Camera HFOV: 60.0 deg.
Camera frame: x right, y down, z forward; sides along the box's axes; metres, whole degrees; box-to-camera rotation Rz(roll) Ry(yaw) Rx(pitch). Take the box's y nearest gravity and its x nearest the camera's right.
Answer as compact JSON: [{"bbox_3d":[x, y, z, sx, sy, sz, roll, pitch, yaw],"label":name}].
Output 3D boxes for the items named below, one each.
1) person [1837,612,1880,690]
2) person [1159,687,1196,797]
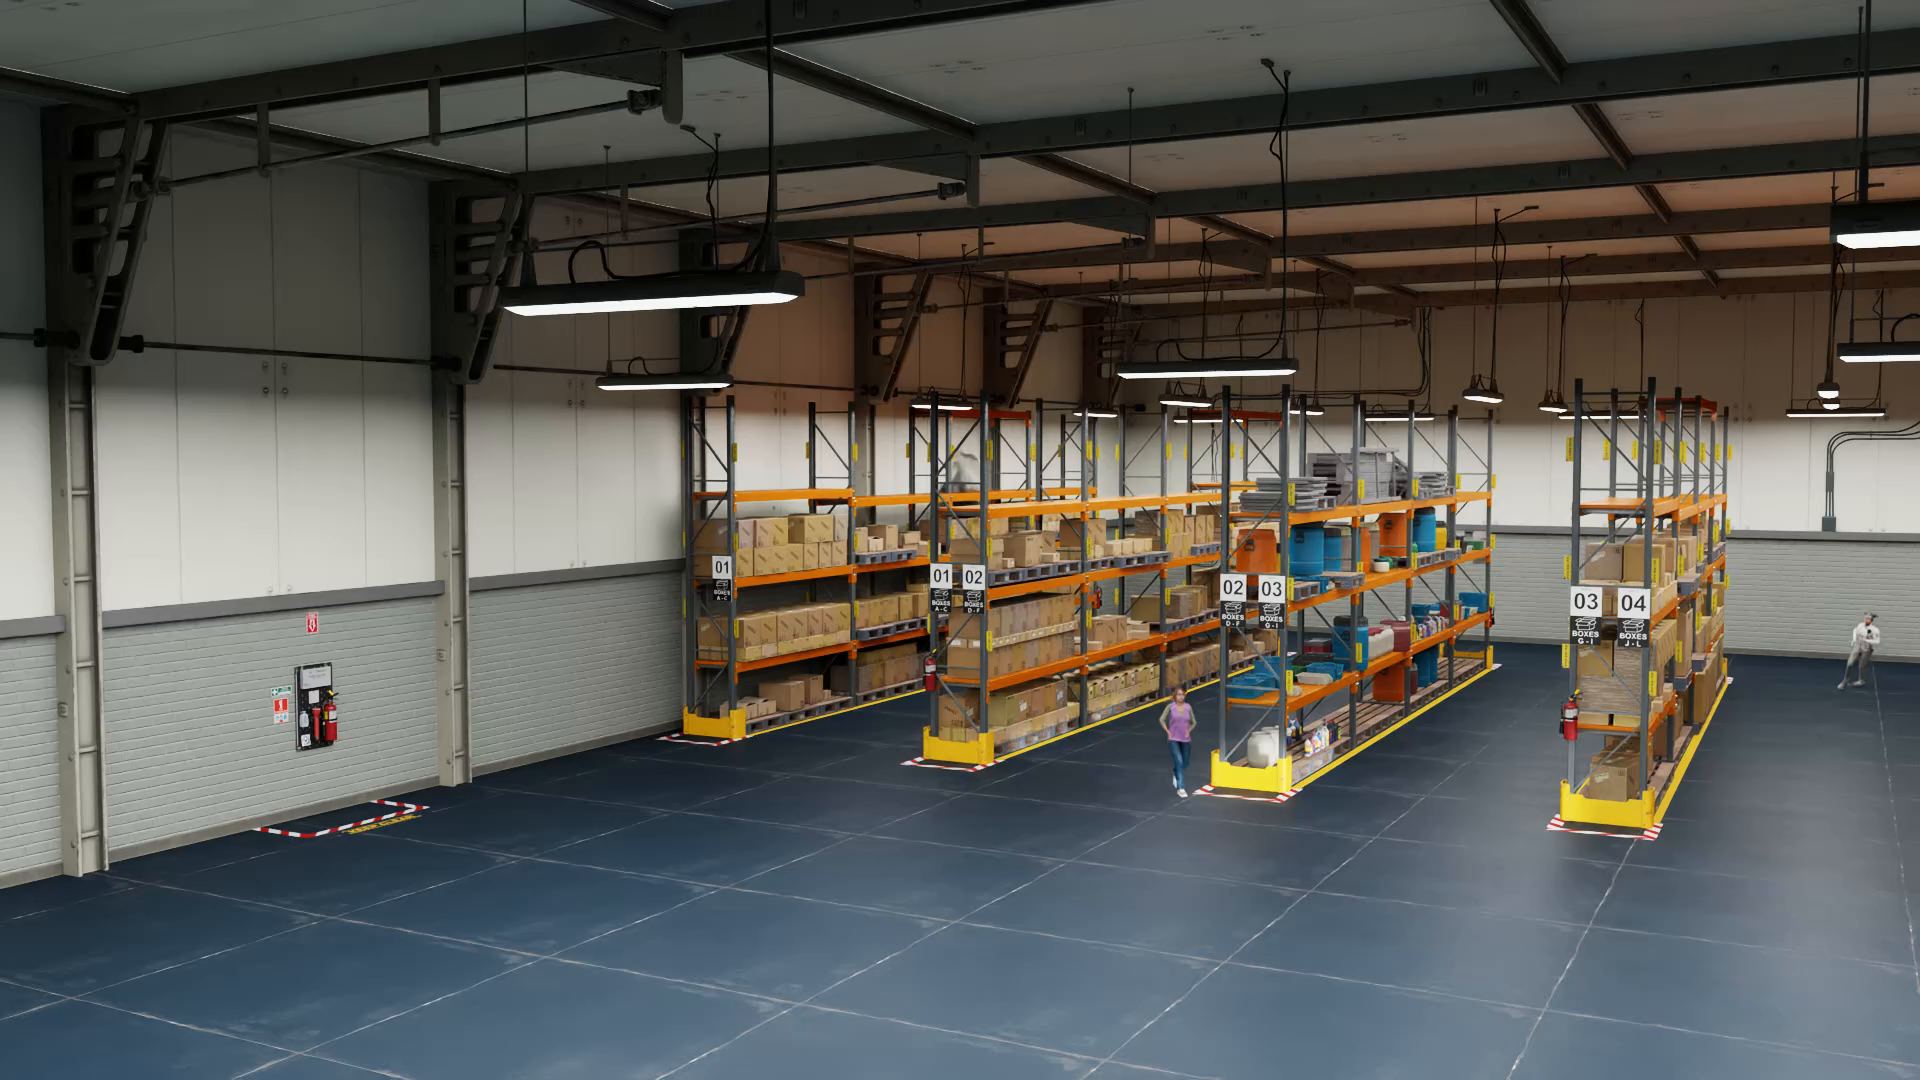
[{"bbox_3d":[19.069,2.333,35.130,0.748,1.663,0.738,-3,4,-42],"label":"person"},{"bbox_3d":[3.196,2.928,24.317,0.532,1.556,0.715,0,3,-9],"label":"person"}]
